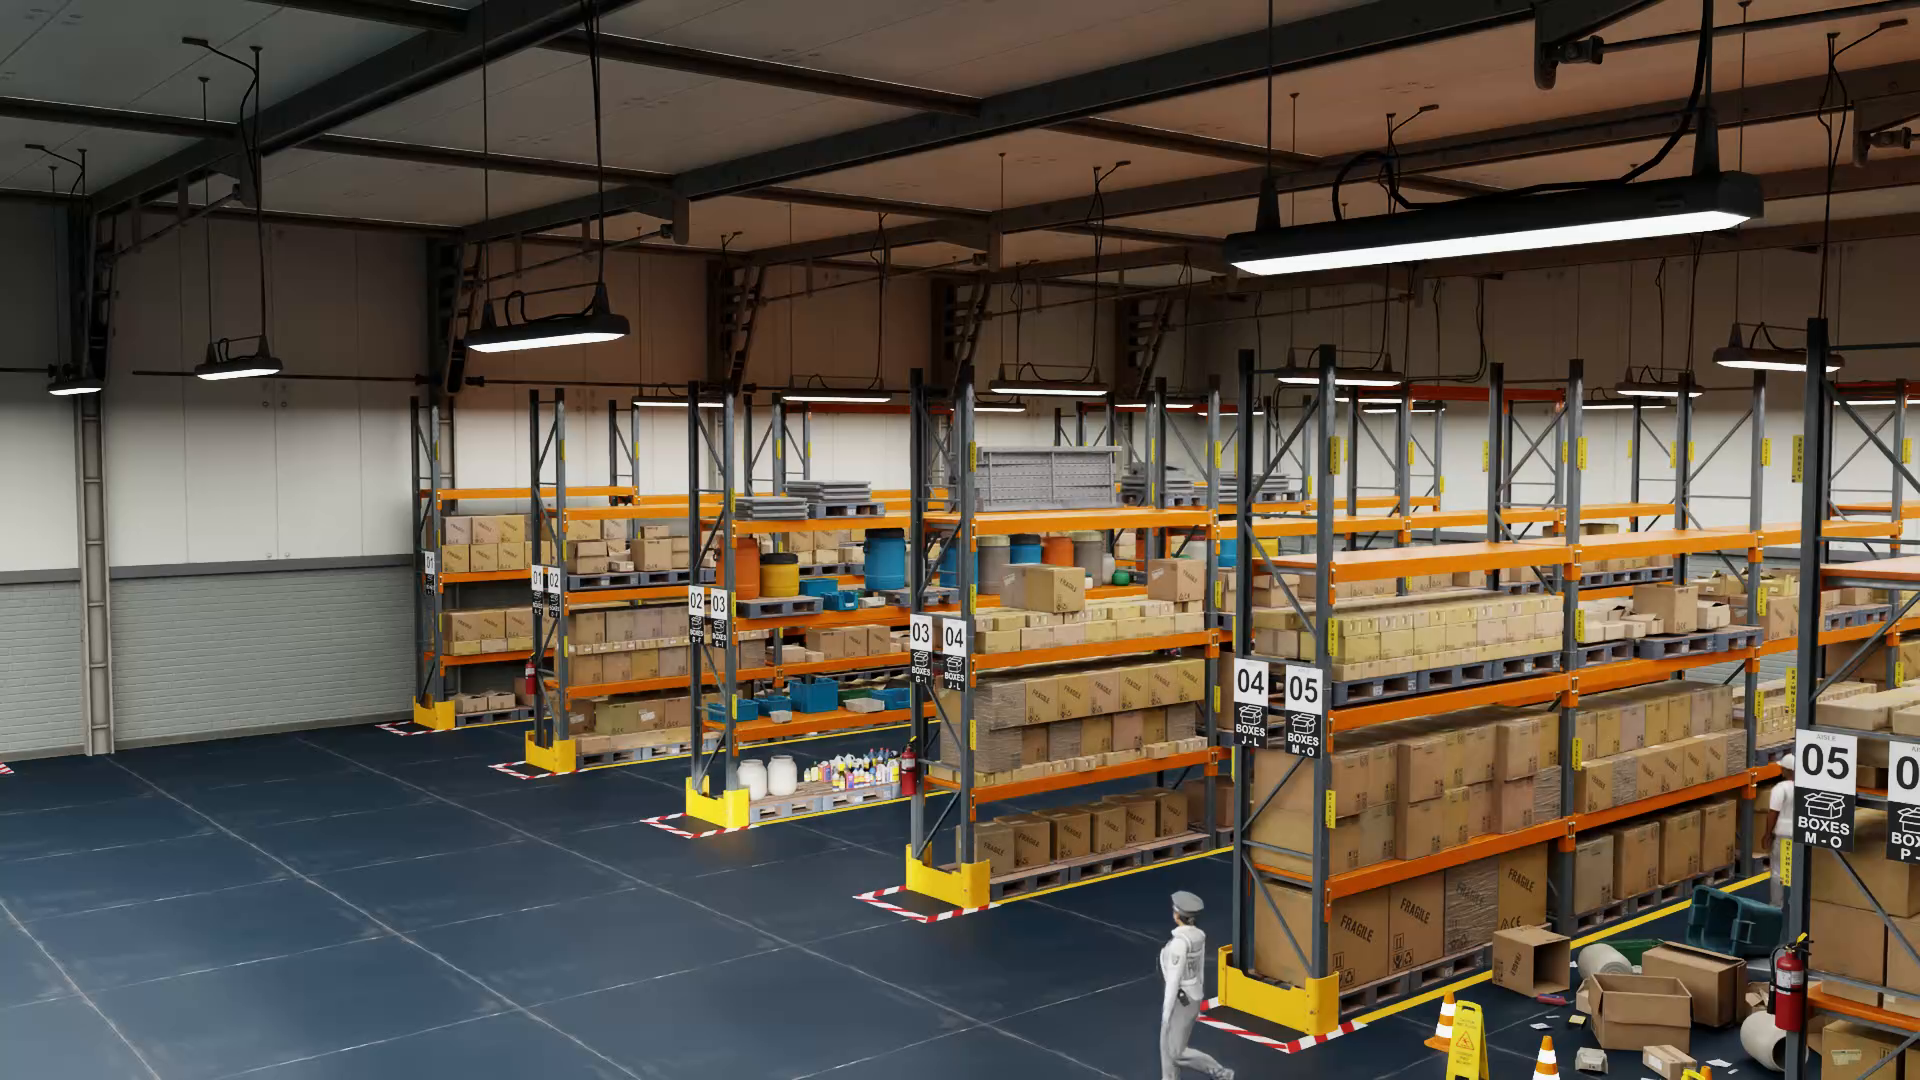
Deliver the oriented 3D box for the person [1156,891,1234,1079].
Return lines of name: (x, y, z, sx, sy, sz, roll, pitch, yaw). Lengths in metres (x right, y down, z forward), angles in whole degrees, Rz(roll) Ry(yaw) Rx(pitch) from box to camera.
person: (1.750, 3.555, 12.839, 0.675, 1.678, 0.431, 0, 3, 0)

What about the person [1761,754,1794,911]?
person: (9.092, 3.213, 18.276, 0.593, 1.762, 0.586, 1, 3, 9)
